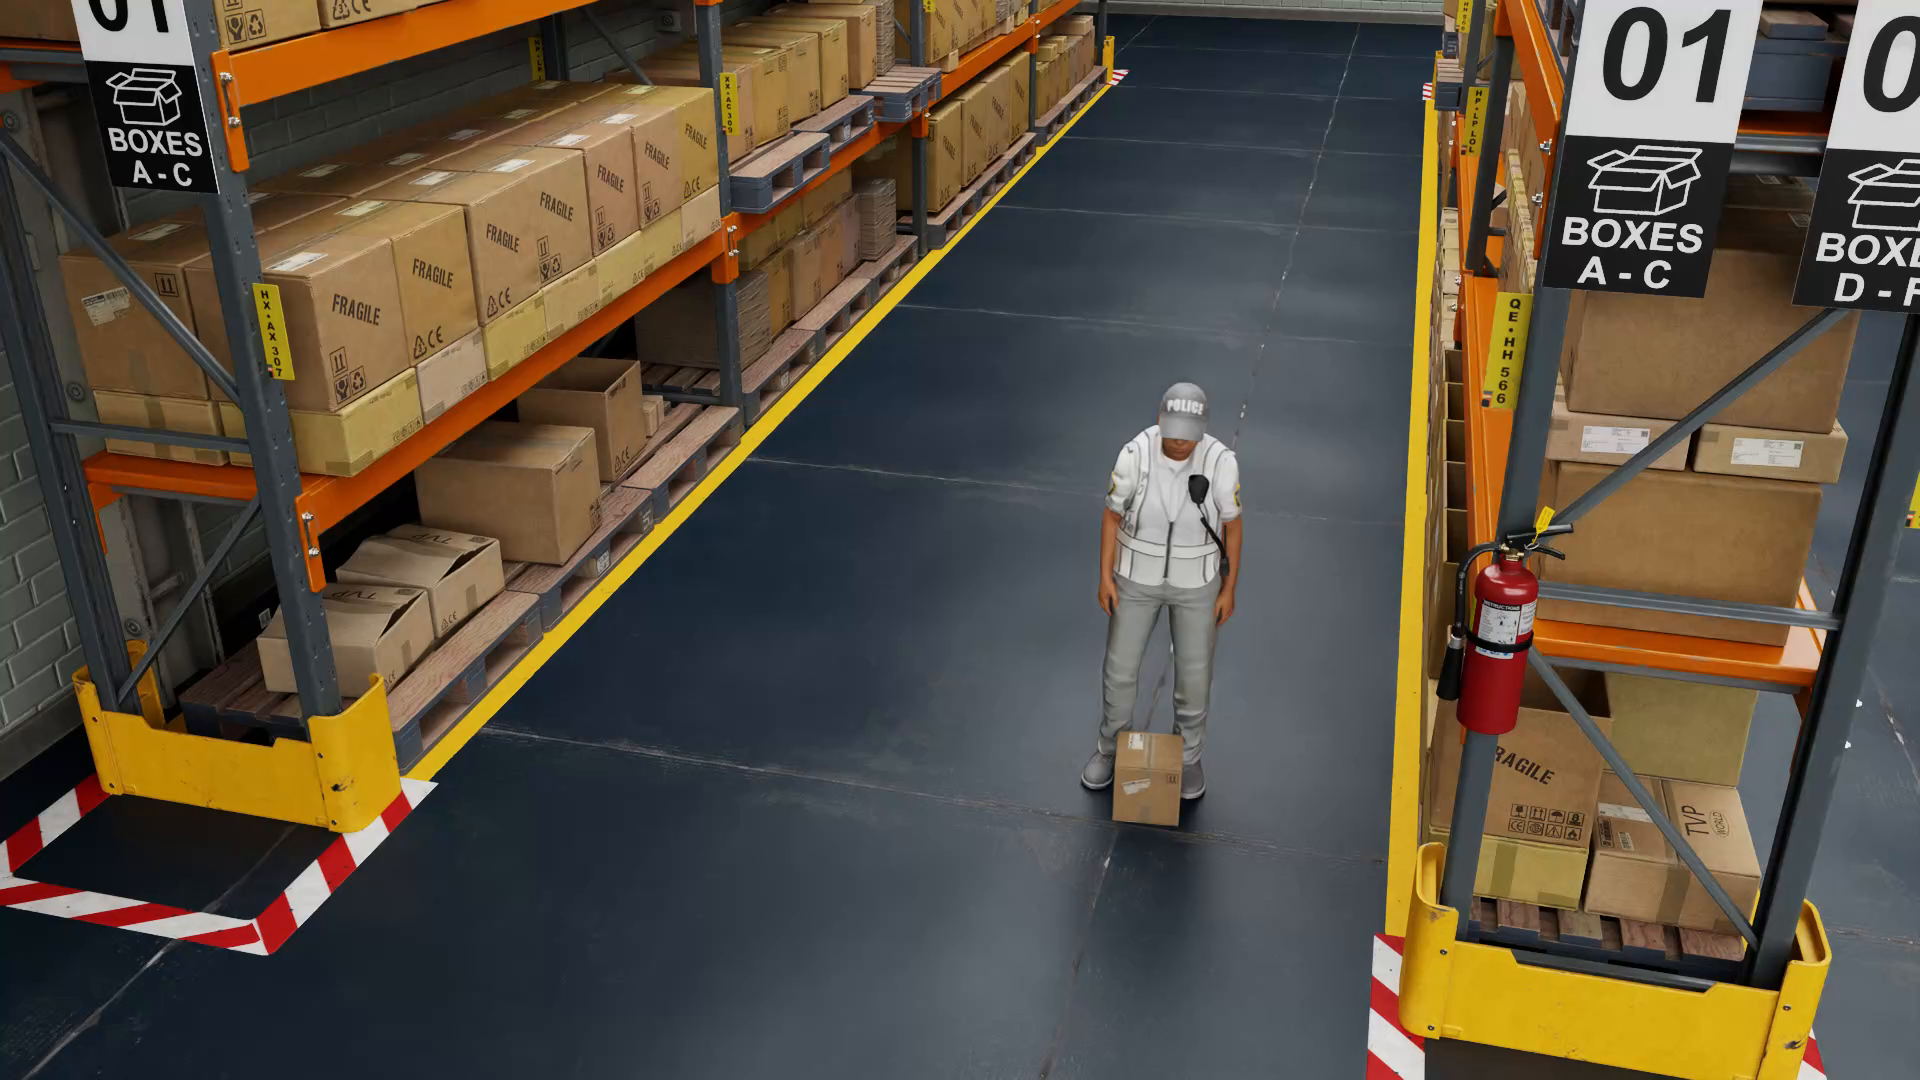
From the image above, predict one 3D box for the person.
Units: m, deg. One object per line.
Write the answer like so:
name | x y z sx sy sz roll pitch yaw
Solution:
person | 0.764 0.179 6.229 0.549 1.664 0.470 5 26 9
